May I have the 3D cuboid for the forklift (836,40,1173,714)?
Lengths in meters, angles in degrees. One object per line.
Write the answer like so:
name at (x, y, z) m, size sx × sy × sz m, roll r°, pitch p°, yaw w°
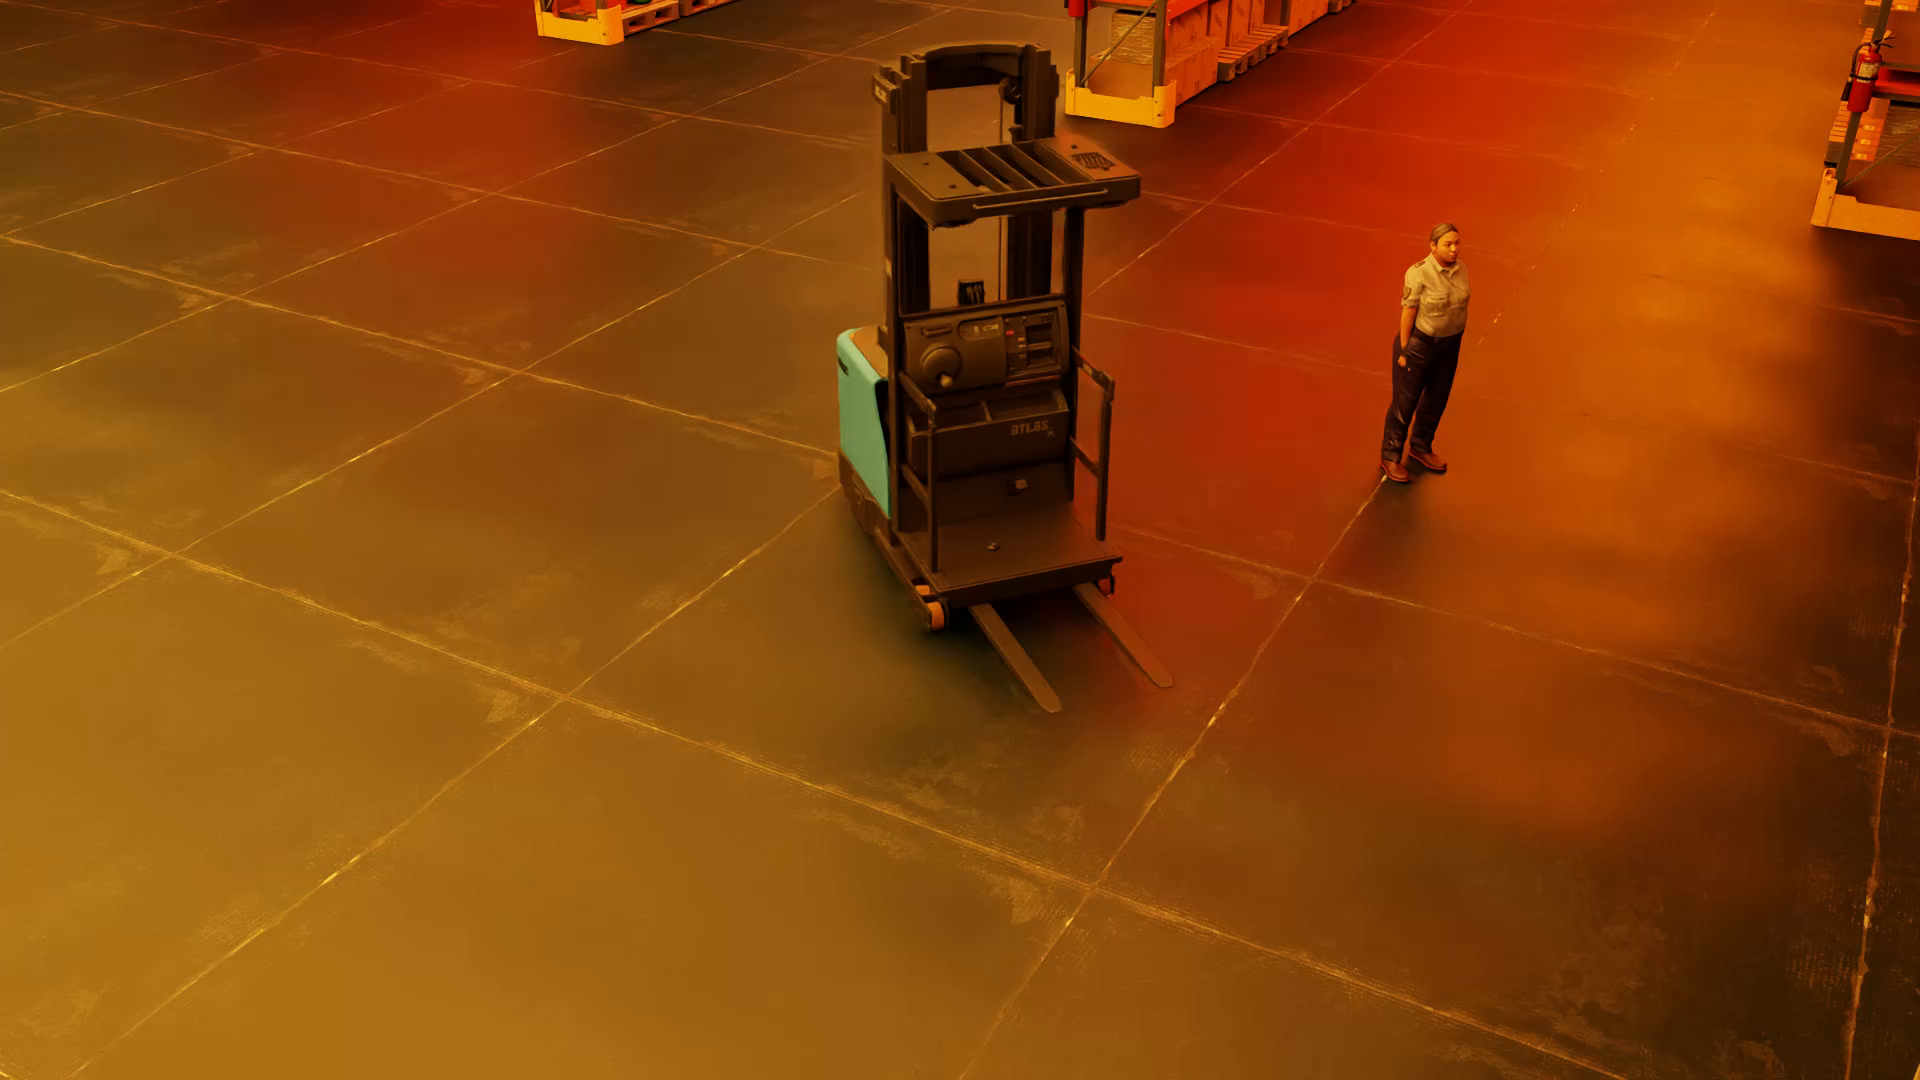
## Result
forklift at (0.226, -1.000, 8.804) m, size 1.130 × 2.935 × 3.031 m, roll -11°, pitch 32°, yaw -18°

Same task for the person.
person at (2.939, -1.193, 10.429) m, size 0.485 × 1.651 × 0.363 m, roll -15°, pitch 33°, yaw -24°
